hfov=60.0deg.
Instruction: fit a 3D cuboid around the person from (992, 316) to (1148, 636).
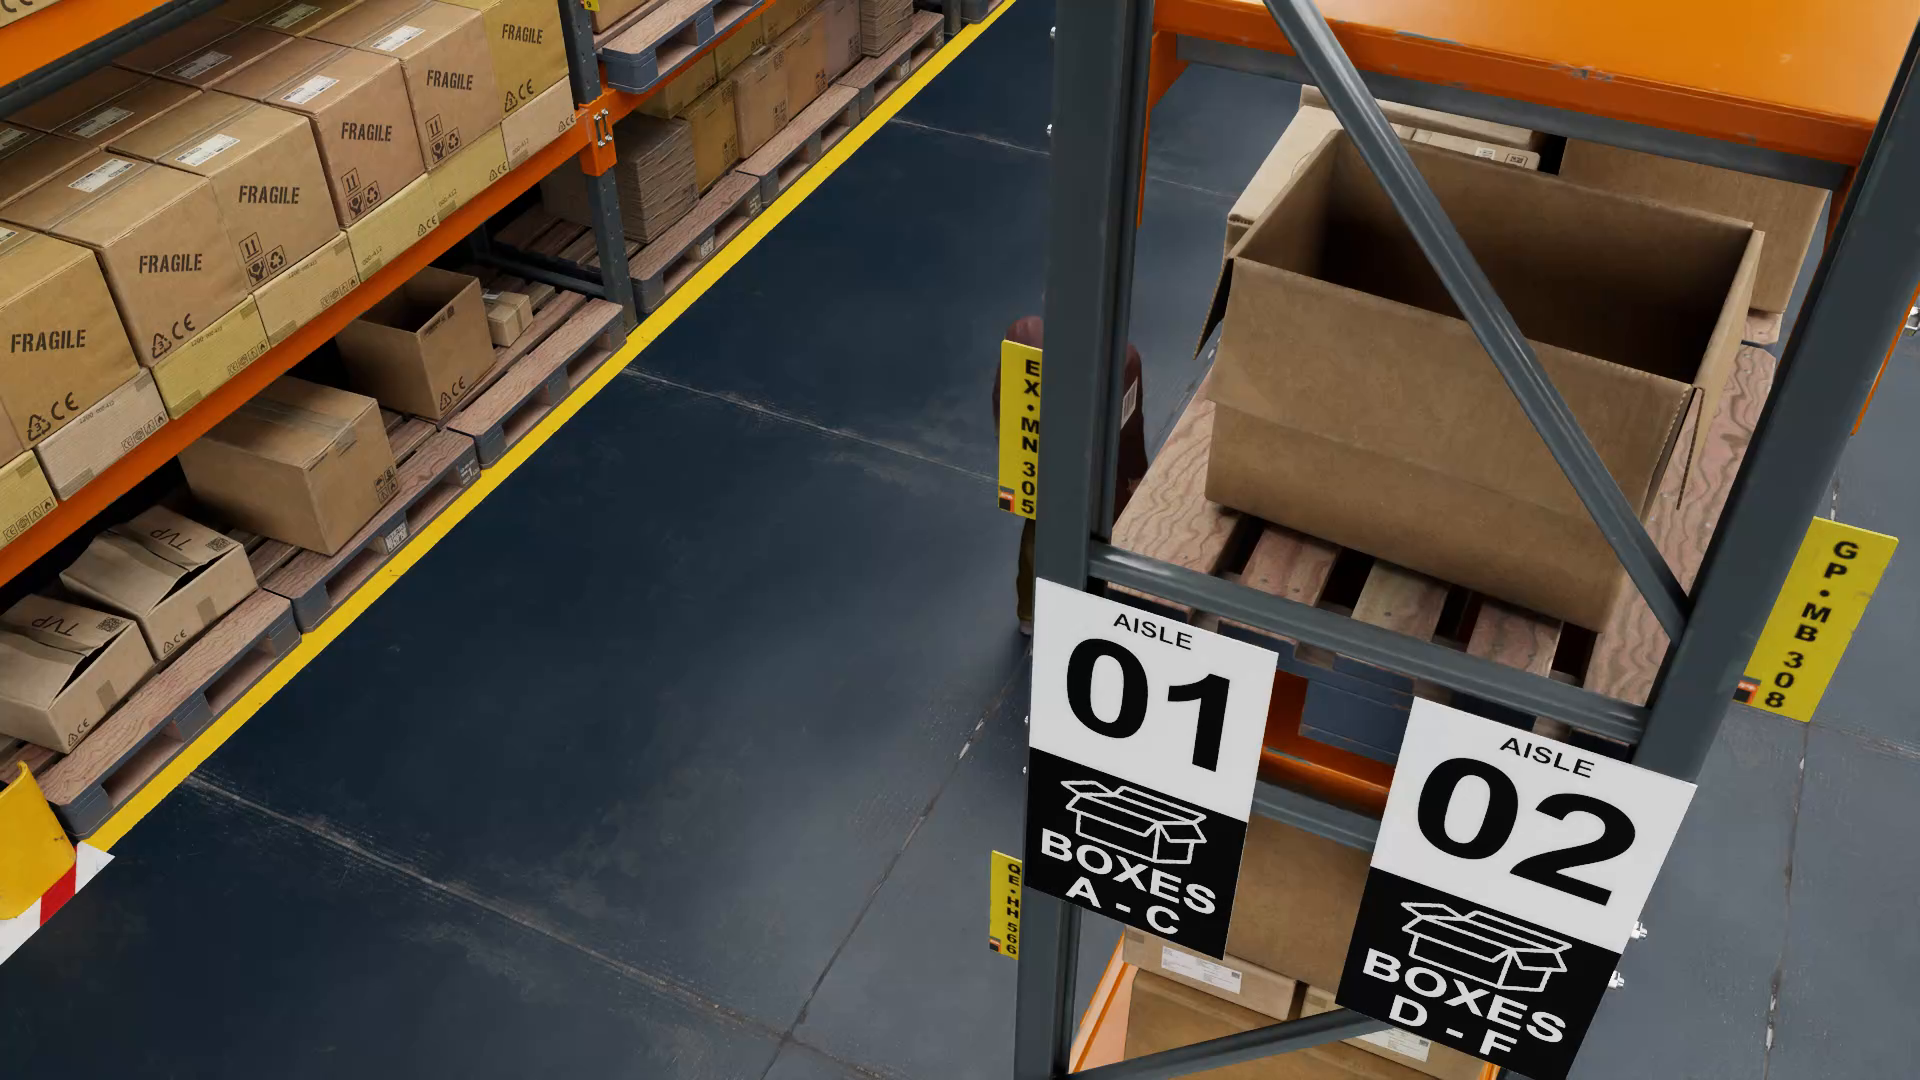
[{"bbox_3d":[0.432,-0.325,6.539,0.631,1.773,0.427,16,44,17],"label":"person"}]
